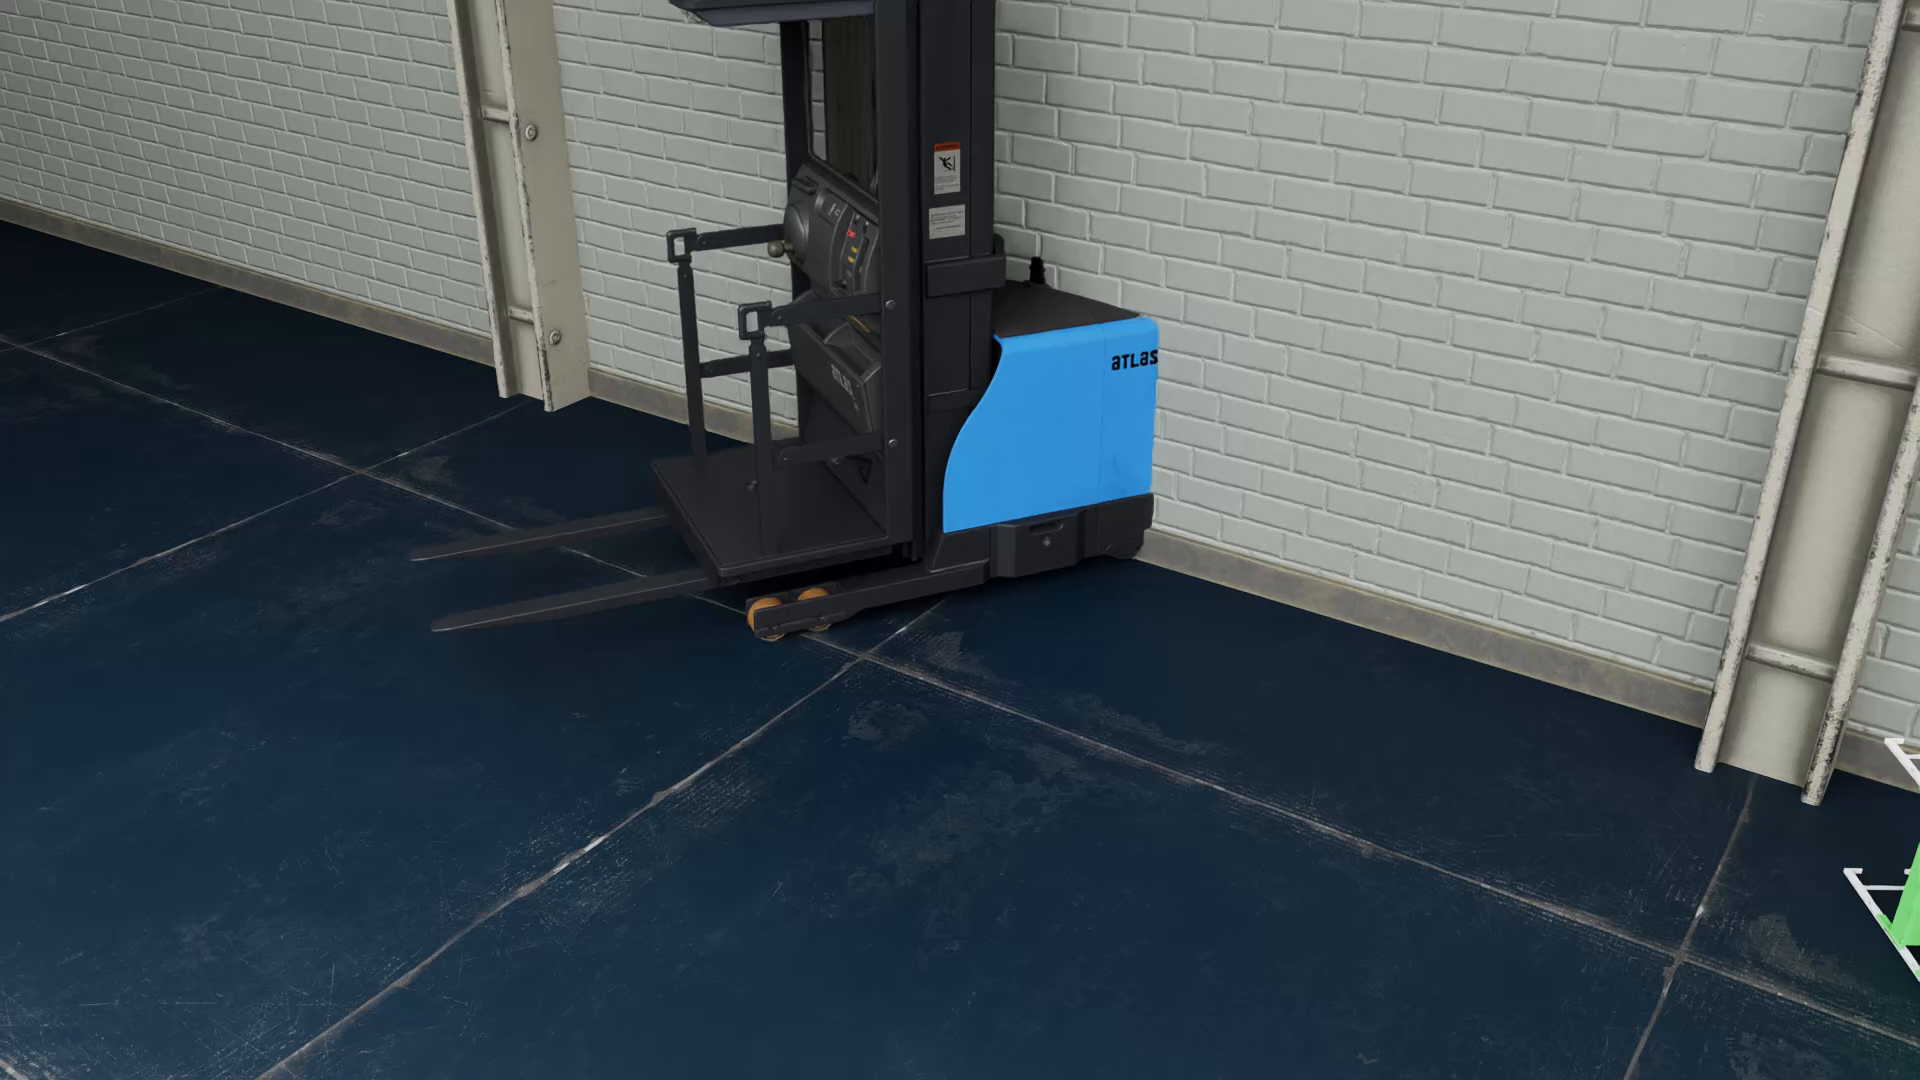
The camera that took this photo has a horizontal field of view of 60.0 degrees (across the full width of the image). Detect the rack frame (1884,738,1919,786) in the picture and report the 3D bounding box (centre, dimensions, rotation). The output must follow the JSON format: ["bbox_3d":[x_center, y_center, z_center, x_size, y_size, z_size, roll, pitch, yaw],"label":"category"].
[{"bbox_3d":[2.855,0.877,4.412,0.240,0.015,1.200,1,28,1],"label":"rack frame"}]

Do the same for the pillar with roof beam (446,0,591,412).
[{"bbox_3d":[-4.612,-3.166,3.549,0.400,9.000,9.100,17,32,30],"label":"pillar with roof beam"}]

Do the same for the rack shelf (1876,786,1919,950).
[{"bbox_3d":[2.863,0.951,4.795,0.258,0.480,0.148,1,28,1],"label":"rack shelf"}]

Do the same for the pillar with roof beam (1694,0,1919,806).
[{"bbox_3d":[0.334,-1.625,0.522,0.400,9.000,9.100,17,32,30],"label":"pillar with roof beam"}]

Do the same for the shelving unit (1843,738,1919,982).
[{"bbox_3d":[2.856,1.093,4.526,0.258,0.503,1.200,1,28,1],"label":"shelving unit"}]

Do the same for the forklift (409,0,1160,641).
[{"bbox_3d":[-0.682,-1.186,6.348,3.031,2.935,1.130,-11,29,-21],"label":"forklift"}]

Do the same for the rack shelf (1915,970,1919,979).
[{"bbox_3d":[2.857,1.063,4.583,0.258,0.480,0.148,1,28,1],"label":"rack shelf"}]

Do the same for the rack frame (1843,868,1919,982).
[{"bbox_3d":[2.856,1.309,4.640,0.240,0.015,1.200,1,28,1],"label":"rack frame"}]
